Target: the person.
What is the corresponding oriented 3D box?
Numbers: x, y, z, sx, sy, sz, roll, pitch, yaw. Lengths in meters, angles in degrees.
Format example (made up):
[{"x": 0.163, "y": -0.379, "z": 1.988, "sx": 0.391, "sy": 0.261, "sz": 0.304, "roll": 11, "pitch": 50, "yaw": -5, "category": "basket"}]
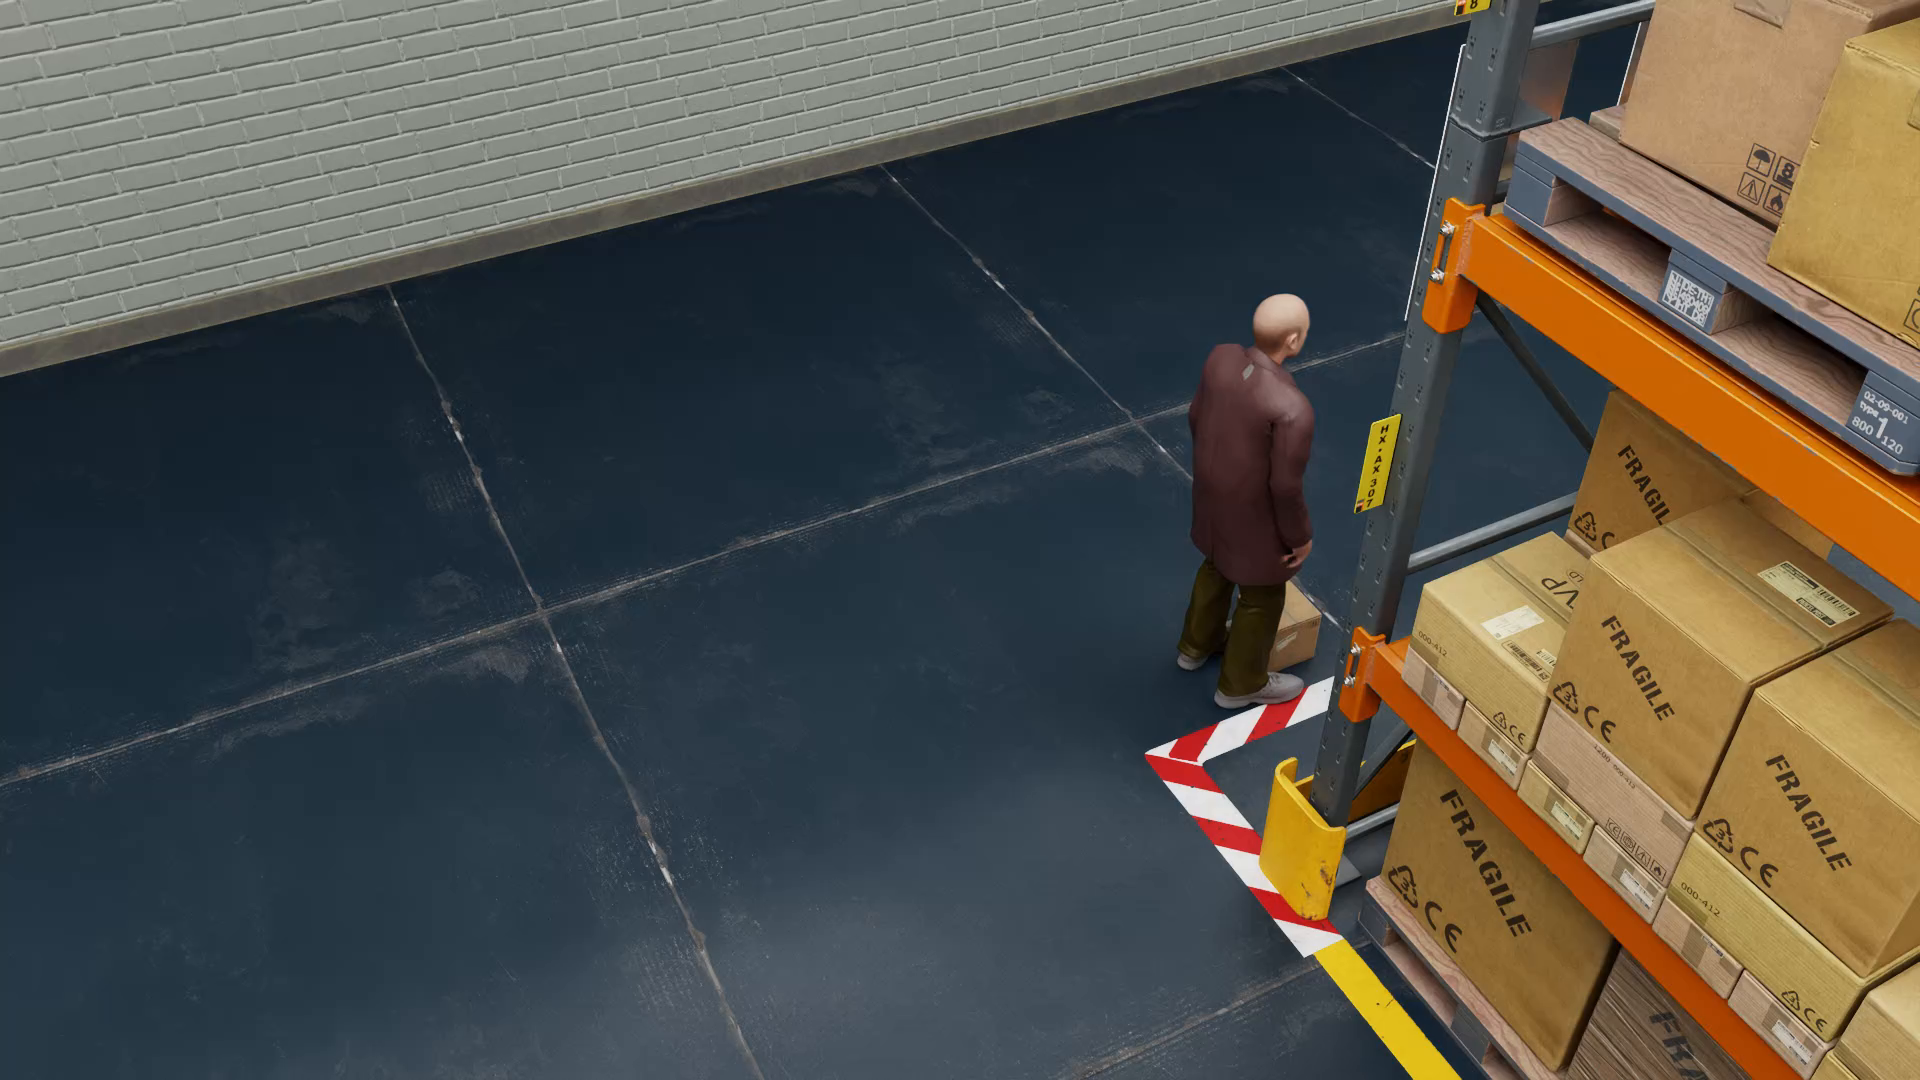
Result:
[{"x": 1.094, "y": -0.143, "z": 6.335, "sx": 0.416, "sy": 1.774, "sz": 0.656, "roll": -20, "pitch": 45, "yaw": -22, "category": "person"}]
